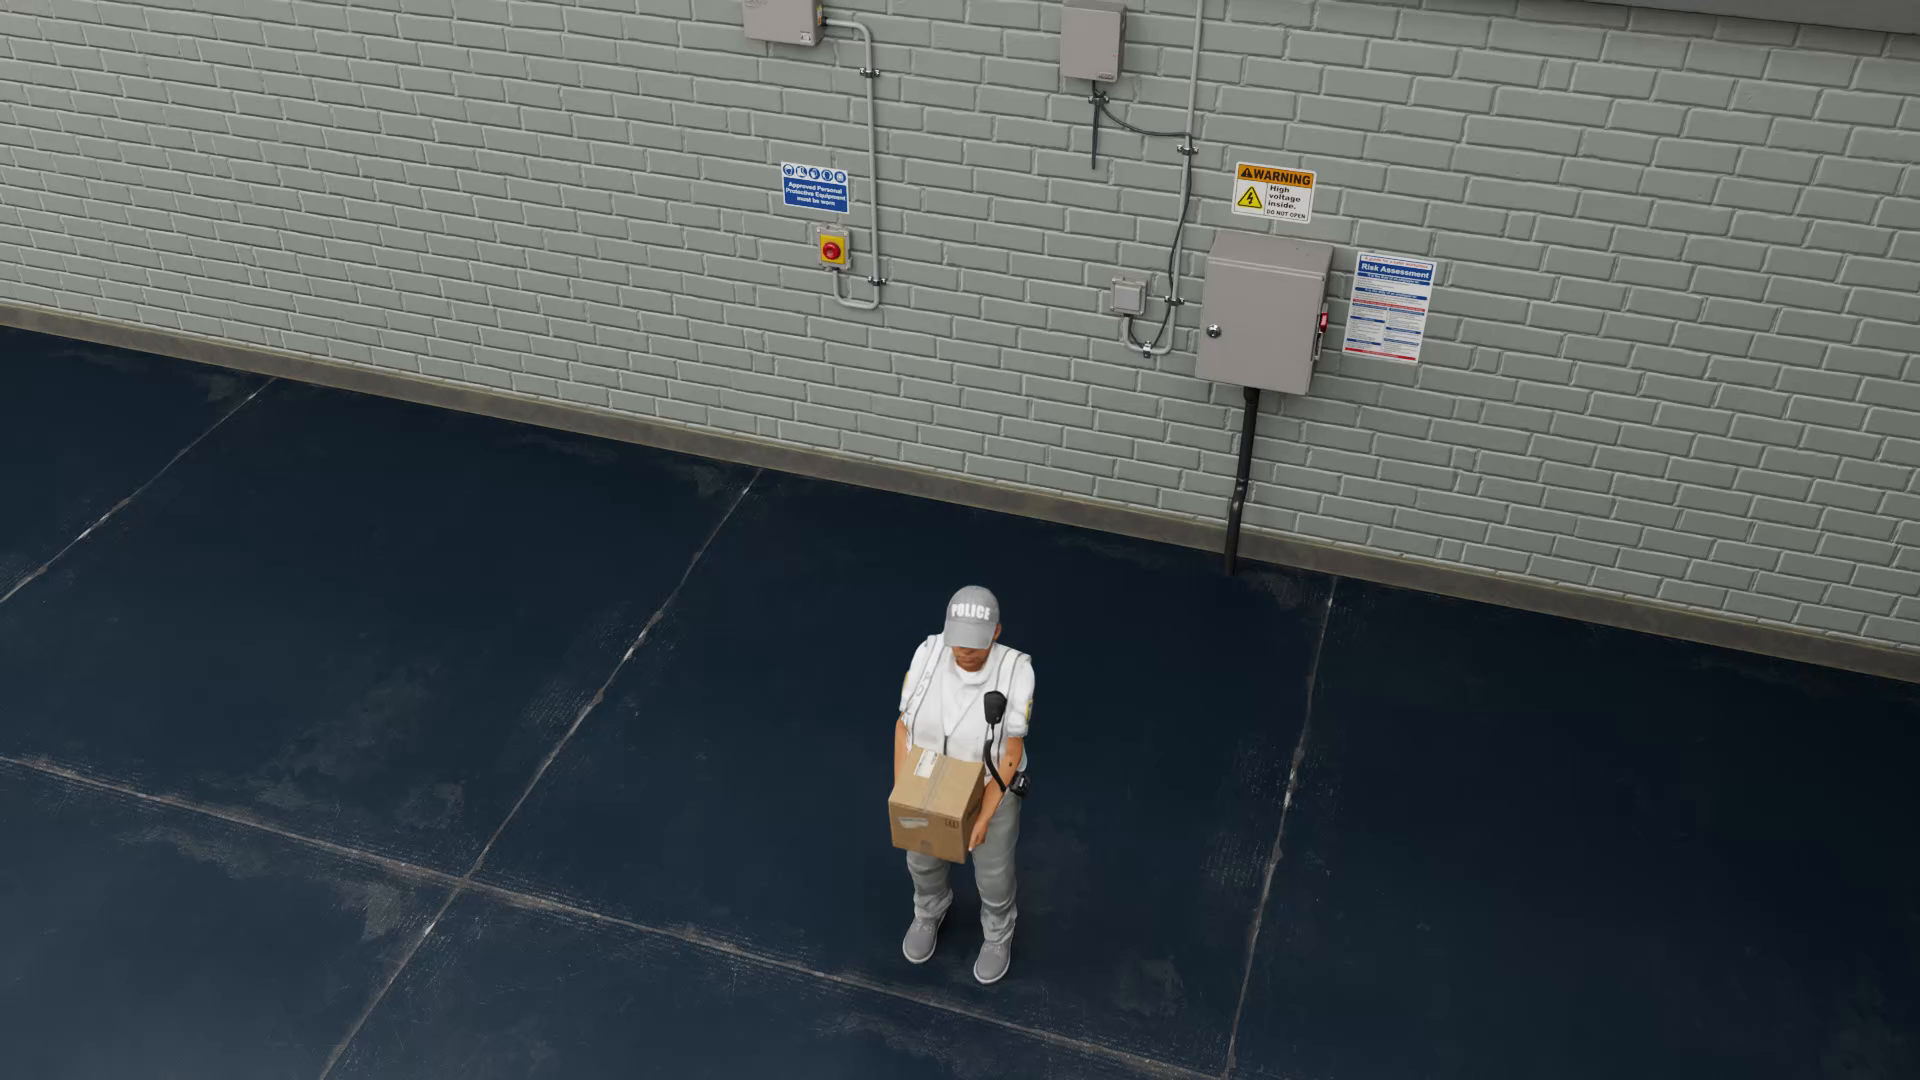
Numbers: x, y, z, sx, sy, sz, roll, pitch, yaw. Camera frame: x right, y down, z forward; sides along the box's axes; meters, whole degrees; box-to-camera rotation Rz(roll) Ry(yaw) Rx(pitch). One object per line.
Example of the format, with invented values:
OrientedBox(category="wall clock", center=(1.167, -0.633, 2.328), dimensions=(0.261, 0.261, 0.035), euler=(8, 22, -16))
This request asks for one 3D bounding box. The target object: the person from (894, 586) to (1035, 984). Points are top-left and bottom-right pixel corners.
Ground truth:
OrientedBox(category="person", center=(-0.005, 0.890, 5.727), dimensions=(0.455, 1.658, 0.535), euler=(11, 39, 15))
